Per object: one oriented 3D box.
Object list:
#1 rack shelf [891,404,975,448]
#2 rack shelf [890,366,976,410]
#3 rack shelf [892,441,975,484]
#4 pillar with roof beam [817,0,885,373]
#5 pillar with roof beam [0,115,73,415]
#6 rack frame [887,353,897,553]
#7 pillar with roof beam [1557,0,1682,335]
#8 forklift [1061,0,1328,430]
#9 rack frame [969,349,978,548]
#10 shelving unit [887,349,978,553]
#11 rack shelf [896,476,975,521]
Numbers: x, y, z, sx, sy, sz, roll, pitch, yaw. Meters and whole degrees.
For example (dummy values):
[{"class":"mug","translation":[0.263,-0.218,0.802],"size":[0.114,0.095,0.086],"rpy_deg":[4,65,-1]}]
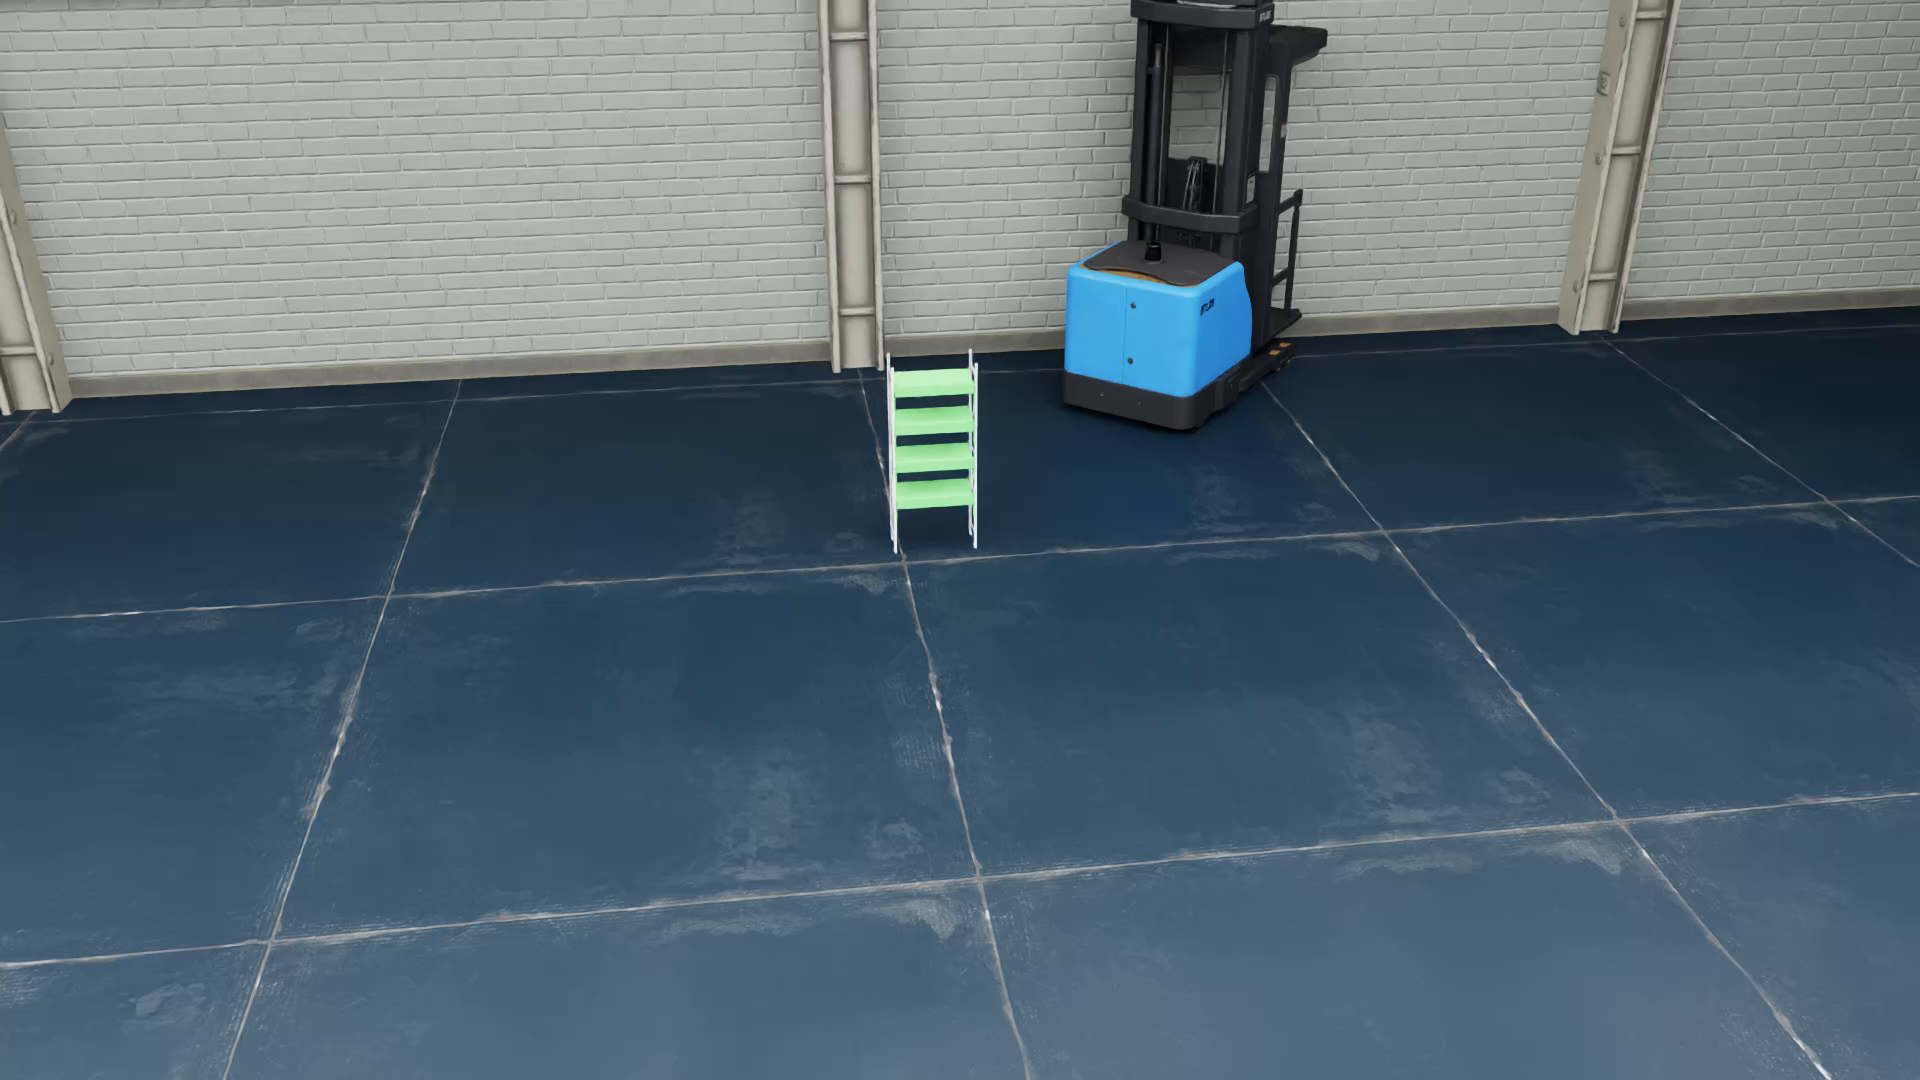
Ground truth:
[{"class":"rack shelf","translation":[-0.164,-0.680,9.875],"size":[0.480,0.148,0.258],"rpy_deg":[-4,27,-7]},{"class":"rack shelf","translation":[-0.164,-0.894,9.766],"size":[0.480,0.148,0.258],"rpy_deg":[-4,27,-7]},{"class":"rack shelf","translation":[-0.164,-0.466,9.985],"size":[0.480,0.148,0.258],"rpy_deg":[-4,27,-7]},{"class":"pillar with roof beam","translation":[-0.197,-3.420,7.059],"size":[0.400,9.000,9.100],"rpy_deg":[-4,27,-7]},{"class":"pillar with roof beam","translation":[-6.138,-3.039,6.315],"size":[0.400,9.000,9.100],"rpy_deg":[-4,27,-7]},{"class":"rack frame","translation":[-0.406,-0.508,9.925],"size":[0.015,1.200,0.240],"rpy_deg":[-4,27,-7]},{"class":"pillar with roof beam","translation":[5.745,-3.802,7.802],"size":[0.400,9.000,9.100],"rpy_deg":[-4,27,-7]},{"class":"forklift","translation":[1.949,-2.702,12.306],"size":[1.130,2.935,3.031],"rpy_deg":[16,31,29]},{"class":"rack frame","translation":[0.078,-0.539,9.986],"size":[0.015,1.200,0.240],"rpy_deg":[-4,27,-7]},{"class":"shelving unit","translation":[-0.164,-0.523,9.956],"size":[0.503,1.200,0.258],"rpy_deg":[-4,27,-7]},{"class":"rack shelf","translation":[-0.164,-0.253,10.094],"size":[0.480,0.148,0.258],"rpy_deg":[-4,27,-7]}]
